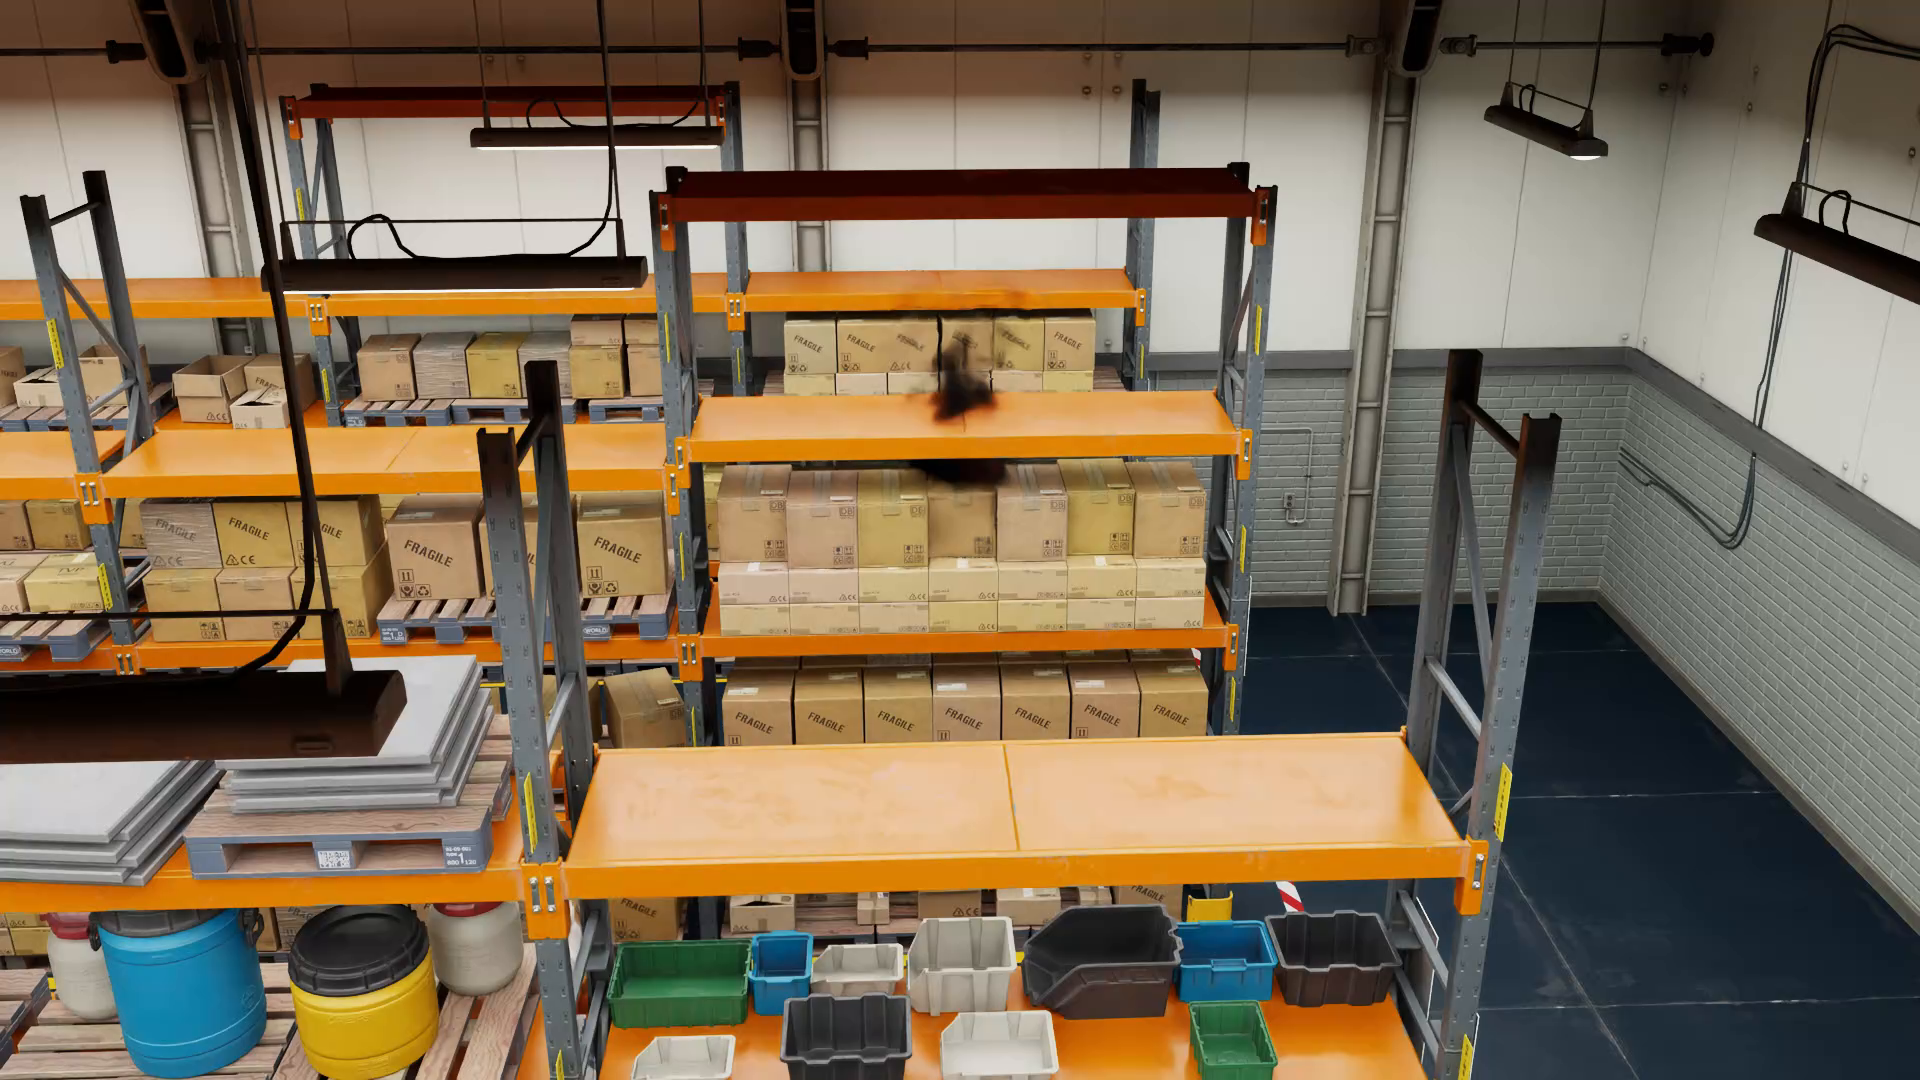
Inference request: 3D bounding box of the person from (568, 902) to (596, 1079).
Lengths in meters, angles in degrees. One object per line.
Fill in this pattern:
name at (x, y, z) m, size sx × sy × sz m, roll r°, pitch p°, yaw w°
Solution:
person at (-2.694, 3.131, 11.068) m, size 0.650 × 1.743 × 0.646 m, roll -6°, pitch 23°, yaw -14°
